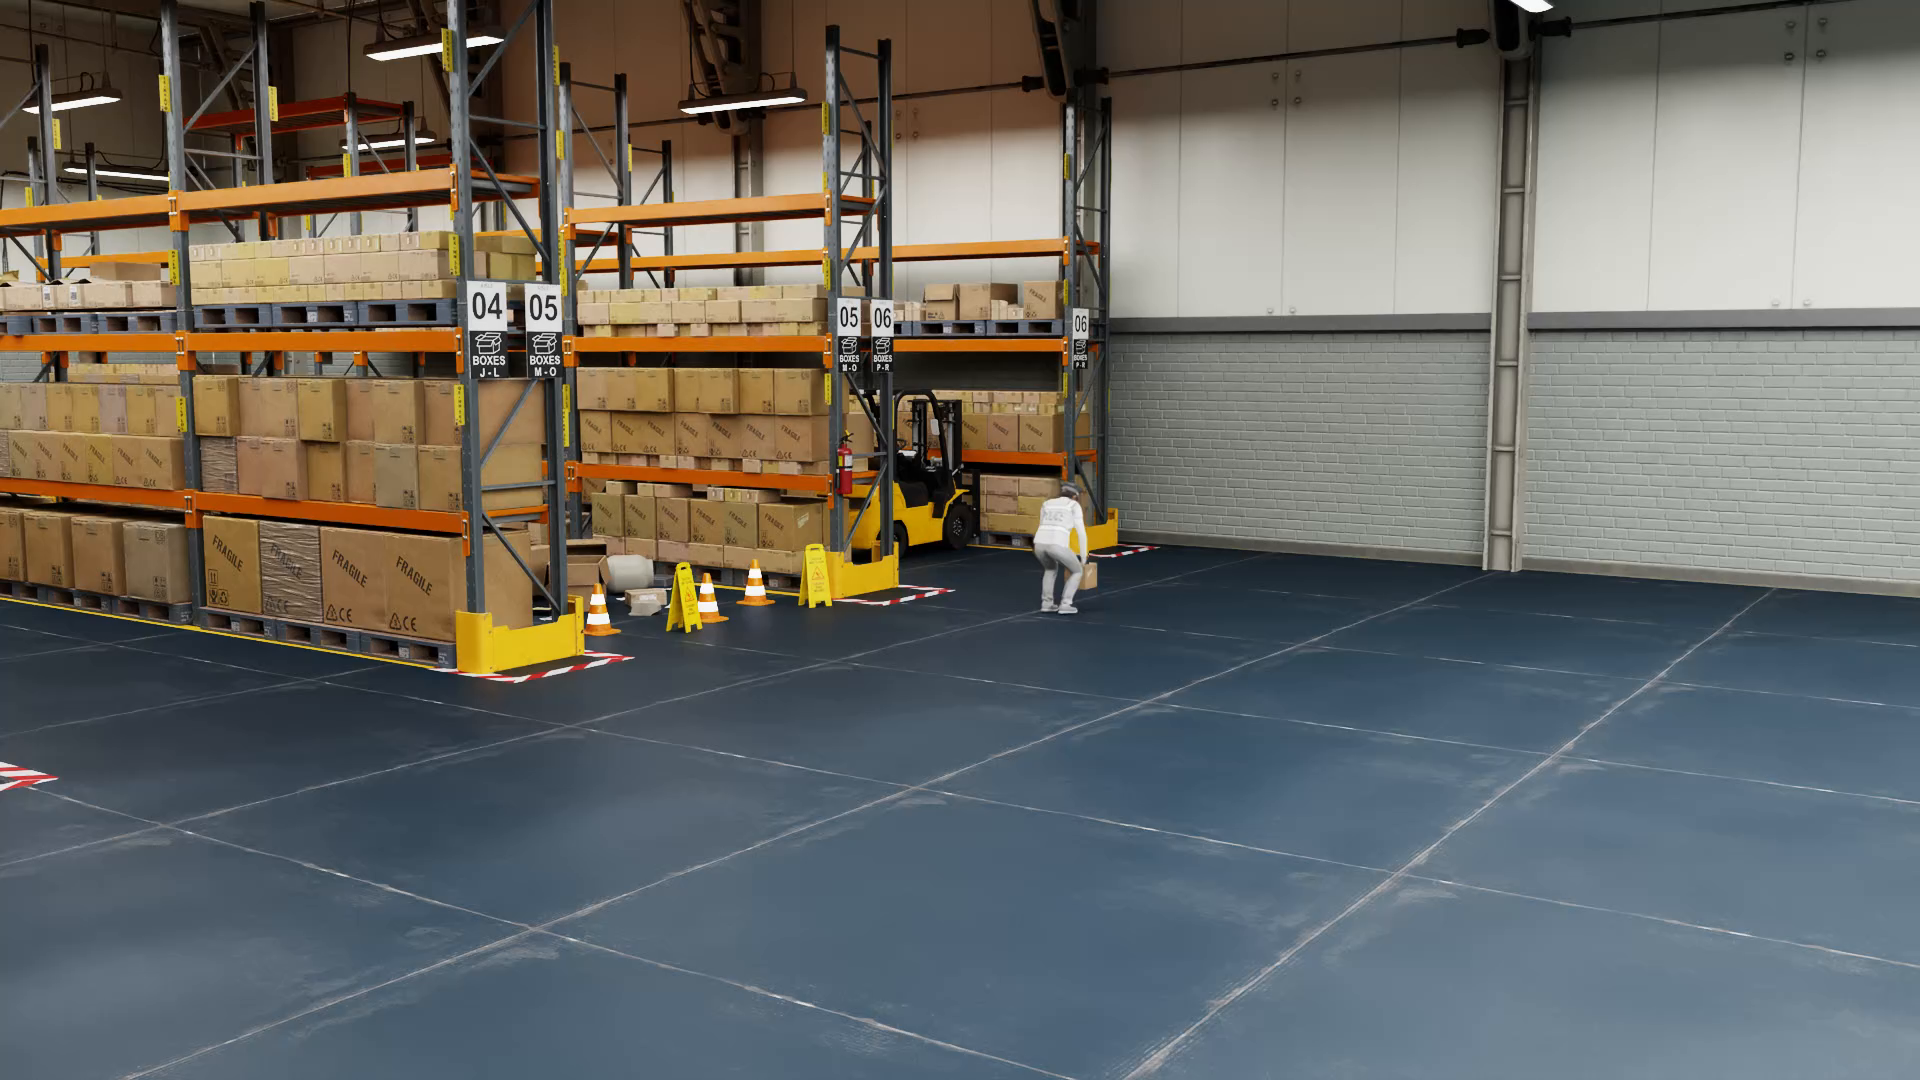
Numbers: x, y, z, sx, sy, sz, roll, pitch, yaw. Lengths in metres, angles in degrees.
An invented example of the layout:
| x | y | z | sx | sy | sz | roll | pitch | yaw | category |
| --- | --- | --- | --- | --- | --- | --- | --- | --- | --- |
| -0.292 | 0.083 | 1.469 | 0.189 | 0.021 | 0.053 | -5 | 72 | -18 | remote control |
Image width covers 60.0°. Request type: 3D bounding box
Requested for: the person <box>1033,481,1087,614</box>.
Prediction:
| x | y | z | sx | sy | sz | roll | pitch | yaw | category |
| --- | --- | --- | --- | --- | --- | --- | --- | --- | --- |
| 1.005 | 0.076 | 16.894 | 0.534 | 1.322 | 0.736 | 4 | 8 | 34 | person |
